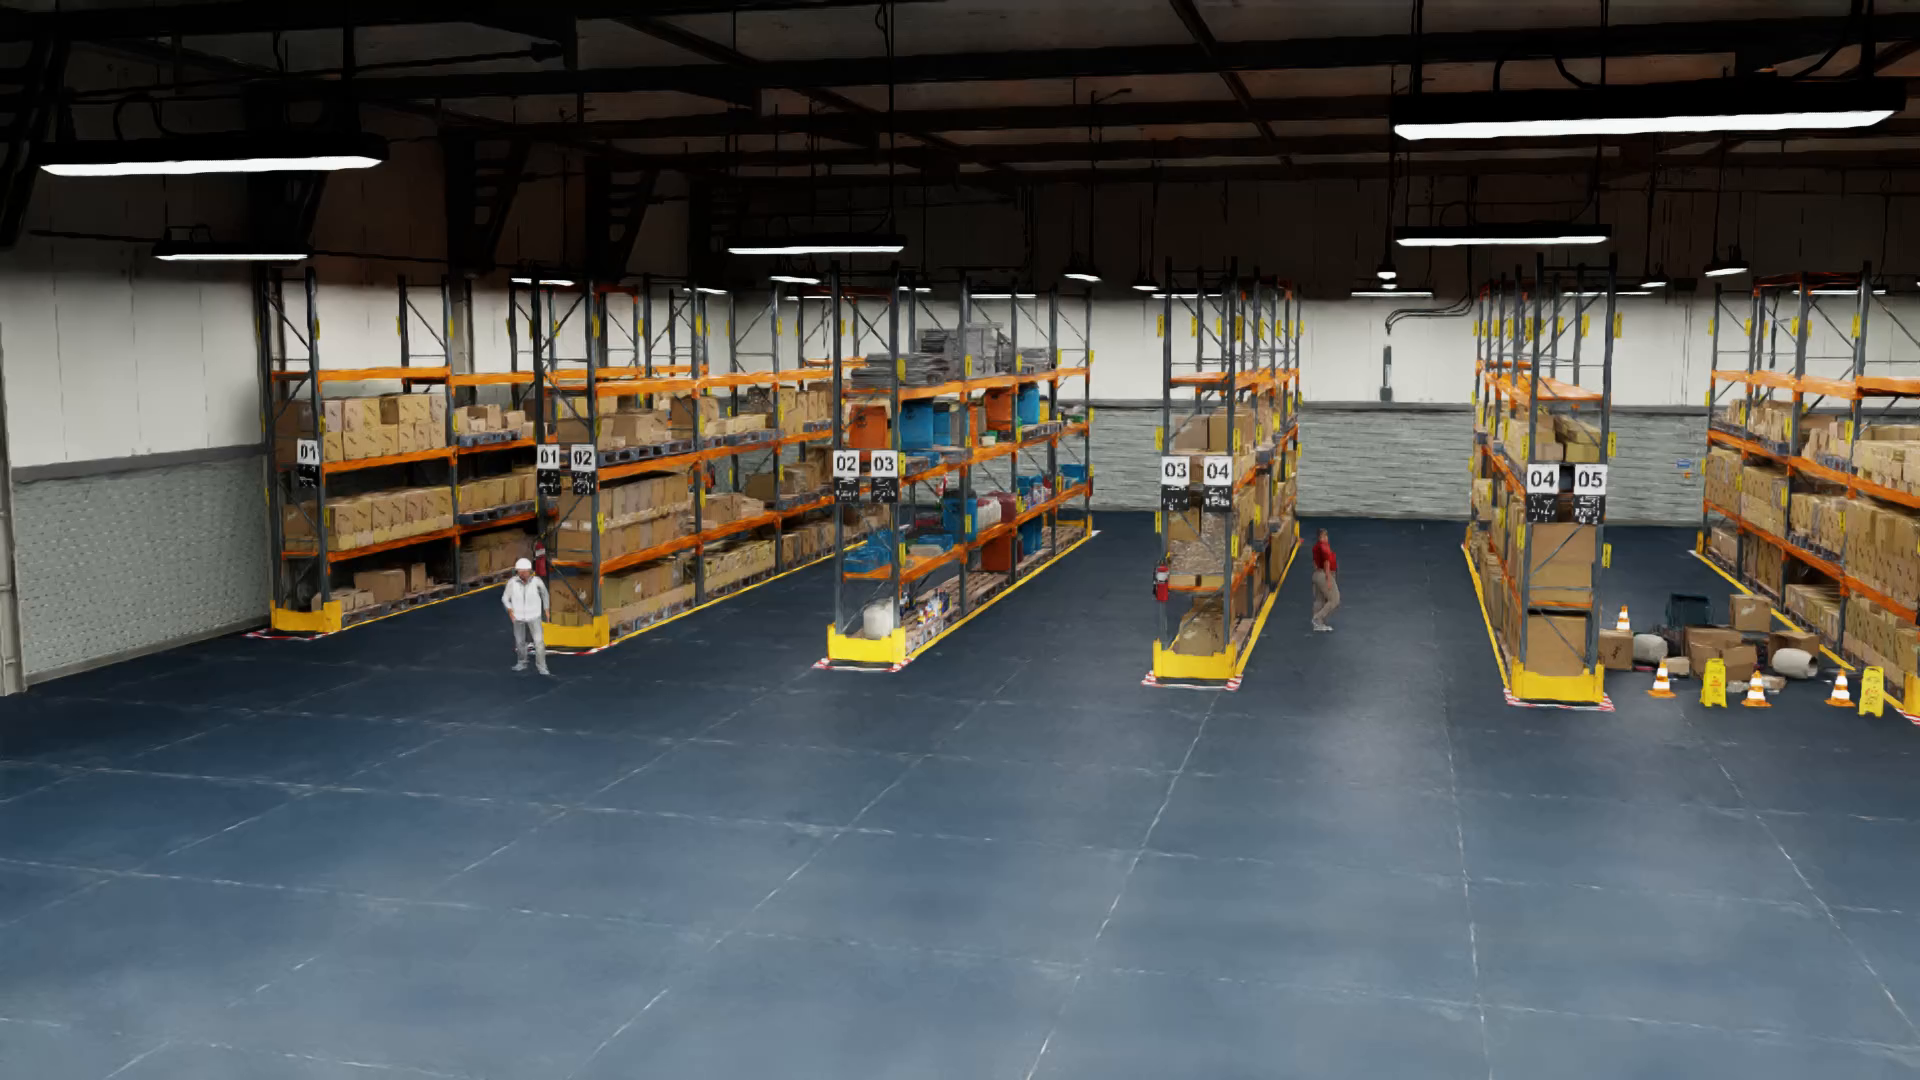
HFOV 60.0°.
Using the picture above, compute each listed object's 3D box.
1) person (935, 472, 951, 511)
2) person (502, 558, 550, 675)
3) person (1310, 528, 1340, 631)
[{"bbox_3d":[-0.409,-1.065,40.813,0.503,1.791,0.647,3,8,24],"label":"person"},{"bbox_3d":[-6.277,1.089,24.158,0.689,1.712,0.810,0,7,-4],"label":"person"},{"bbox_3d":[5.999,0.661,27.528,0.459,1.725,0.578,-1,7,-12],"label":"person"}]
